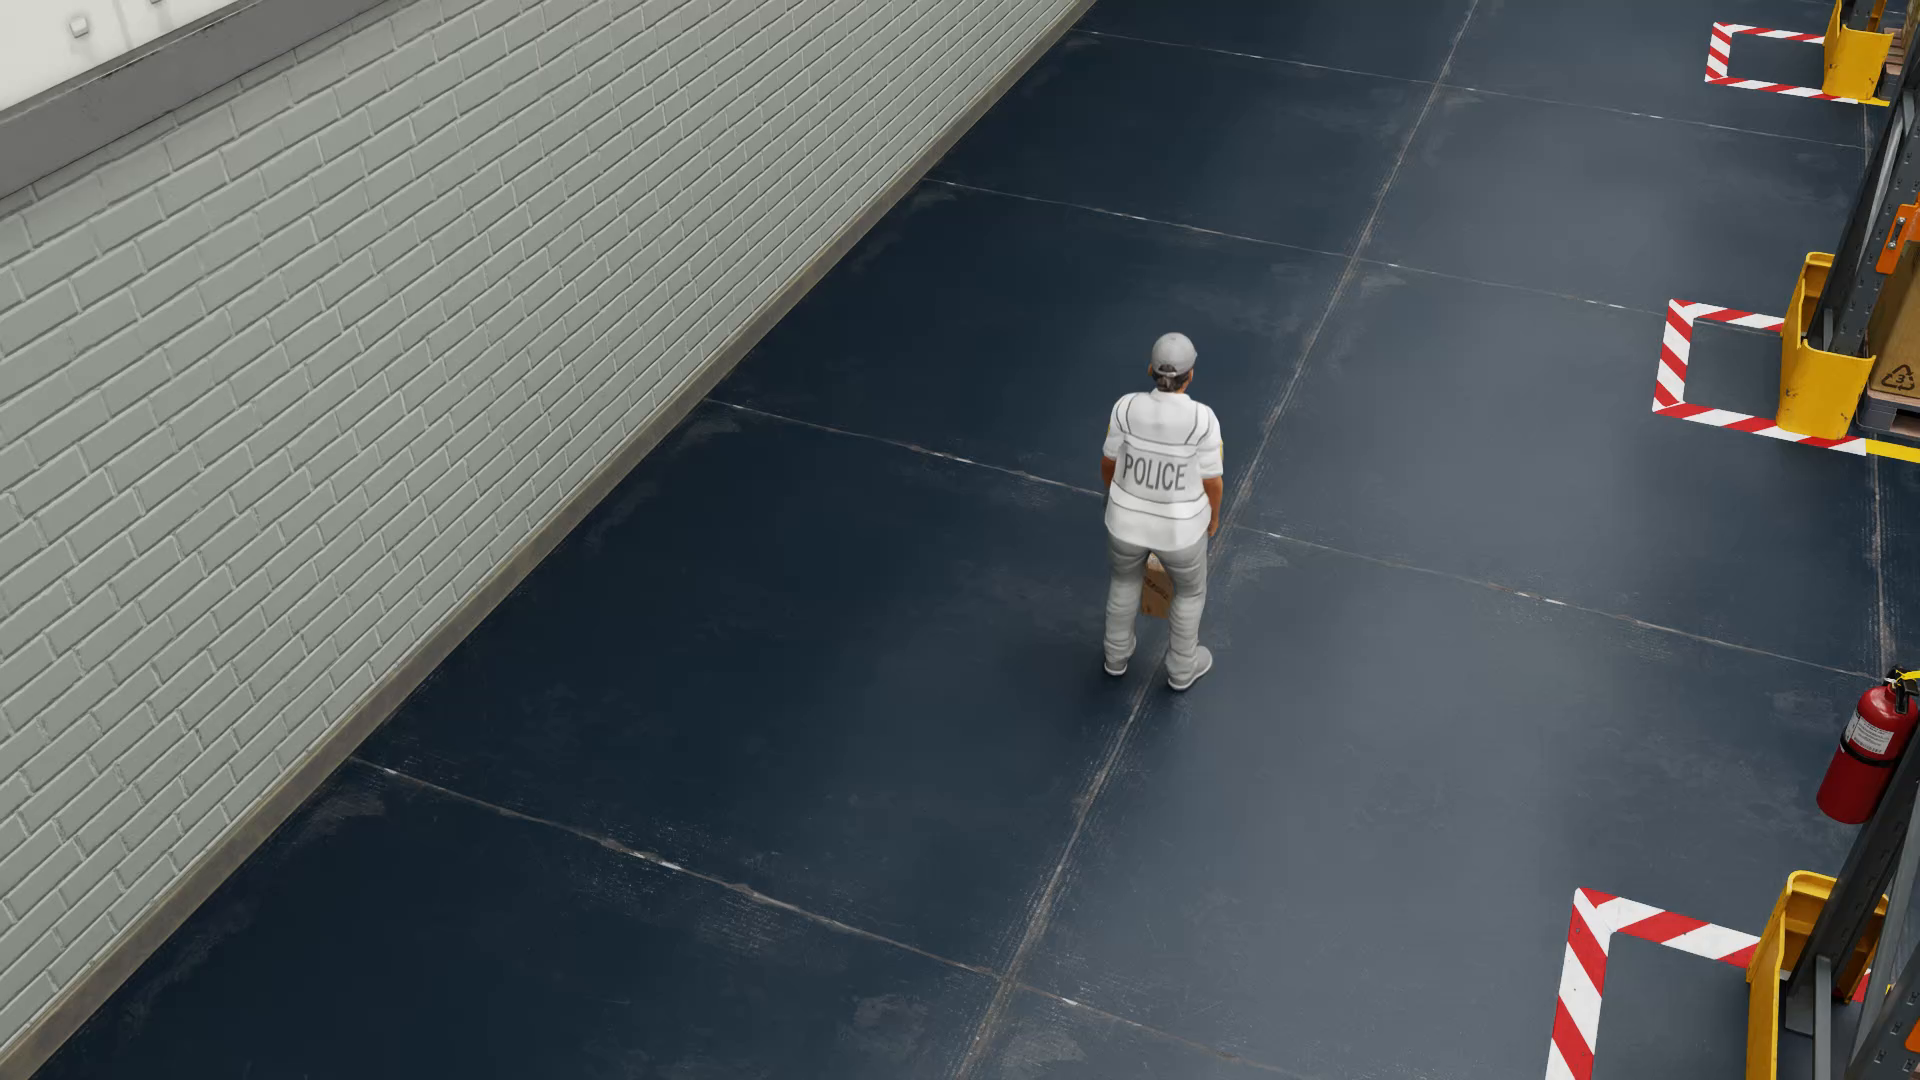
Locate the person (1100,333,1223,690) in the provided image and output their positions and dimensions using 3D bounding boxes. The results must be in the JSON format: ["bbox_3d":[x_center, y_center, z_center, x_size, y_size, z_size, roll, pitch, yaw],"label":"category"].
[{"bbox_3d":[0.843,-0.095,6.935,0.532,1.668,0.451,13,40,16],"label":"person"}]
